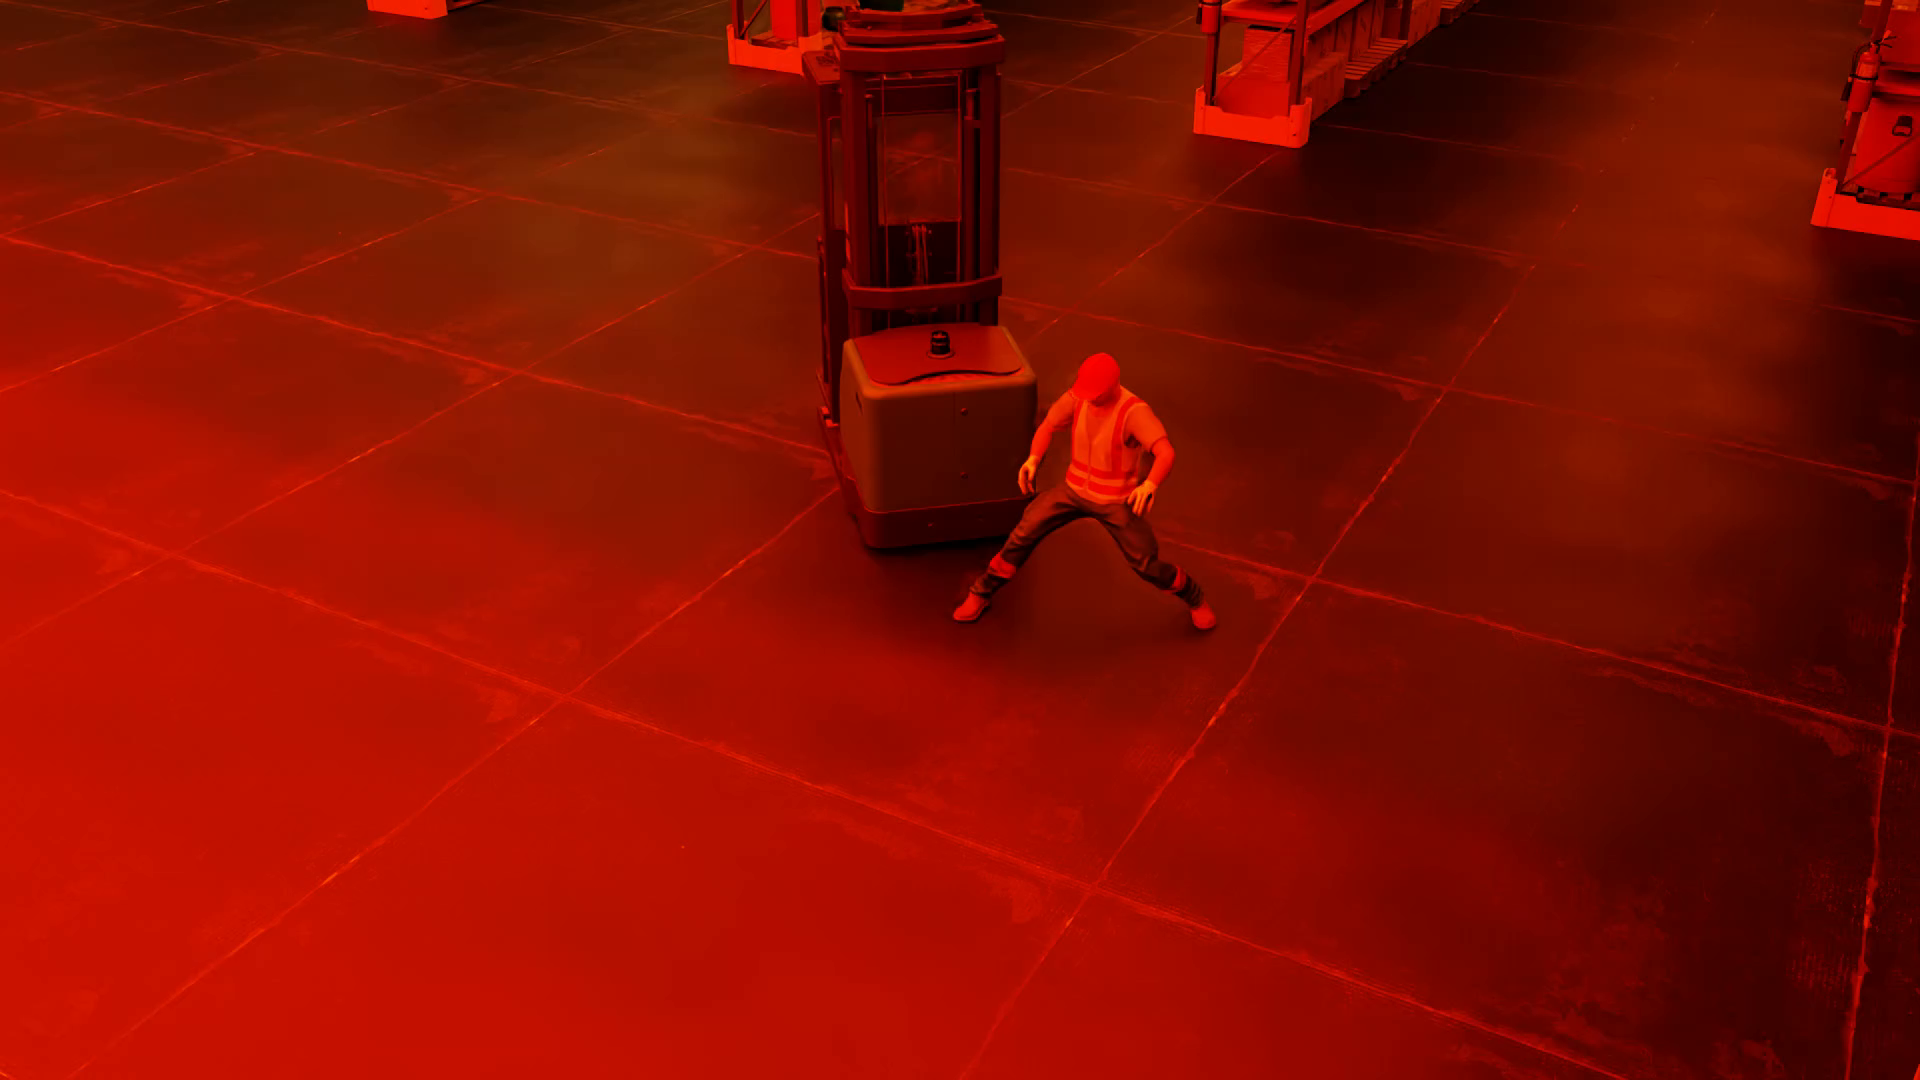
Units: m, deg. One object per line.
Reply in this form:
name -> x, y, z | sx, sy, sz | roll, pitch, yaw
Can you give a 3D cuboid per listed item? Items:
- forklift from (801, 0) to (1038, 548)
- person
forklift -> -0.353, -1.943, 10.437 | 1.130, 2.935, 3.031 | -6, 31, -11
person -> 0.711, -0.235, 8.824 | 1.239, 1.560, 0.968 | 21, 36, 31
